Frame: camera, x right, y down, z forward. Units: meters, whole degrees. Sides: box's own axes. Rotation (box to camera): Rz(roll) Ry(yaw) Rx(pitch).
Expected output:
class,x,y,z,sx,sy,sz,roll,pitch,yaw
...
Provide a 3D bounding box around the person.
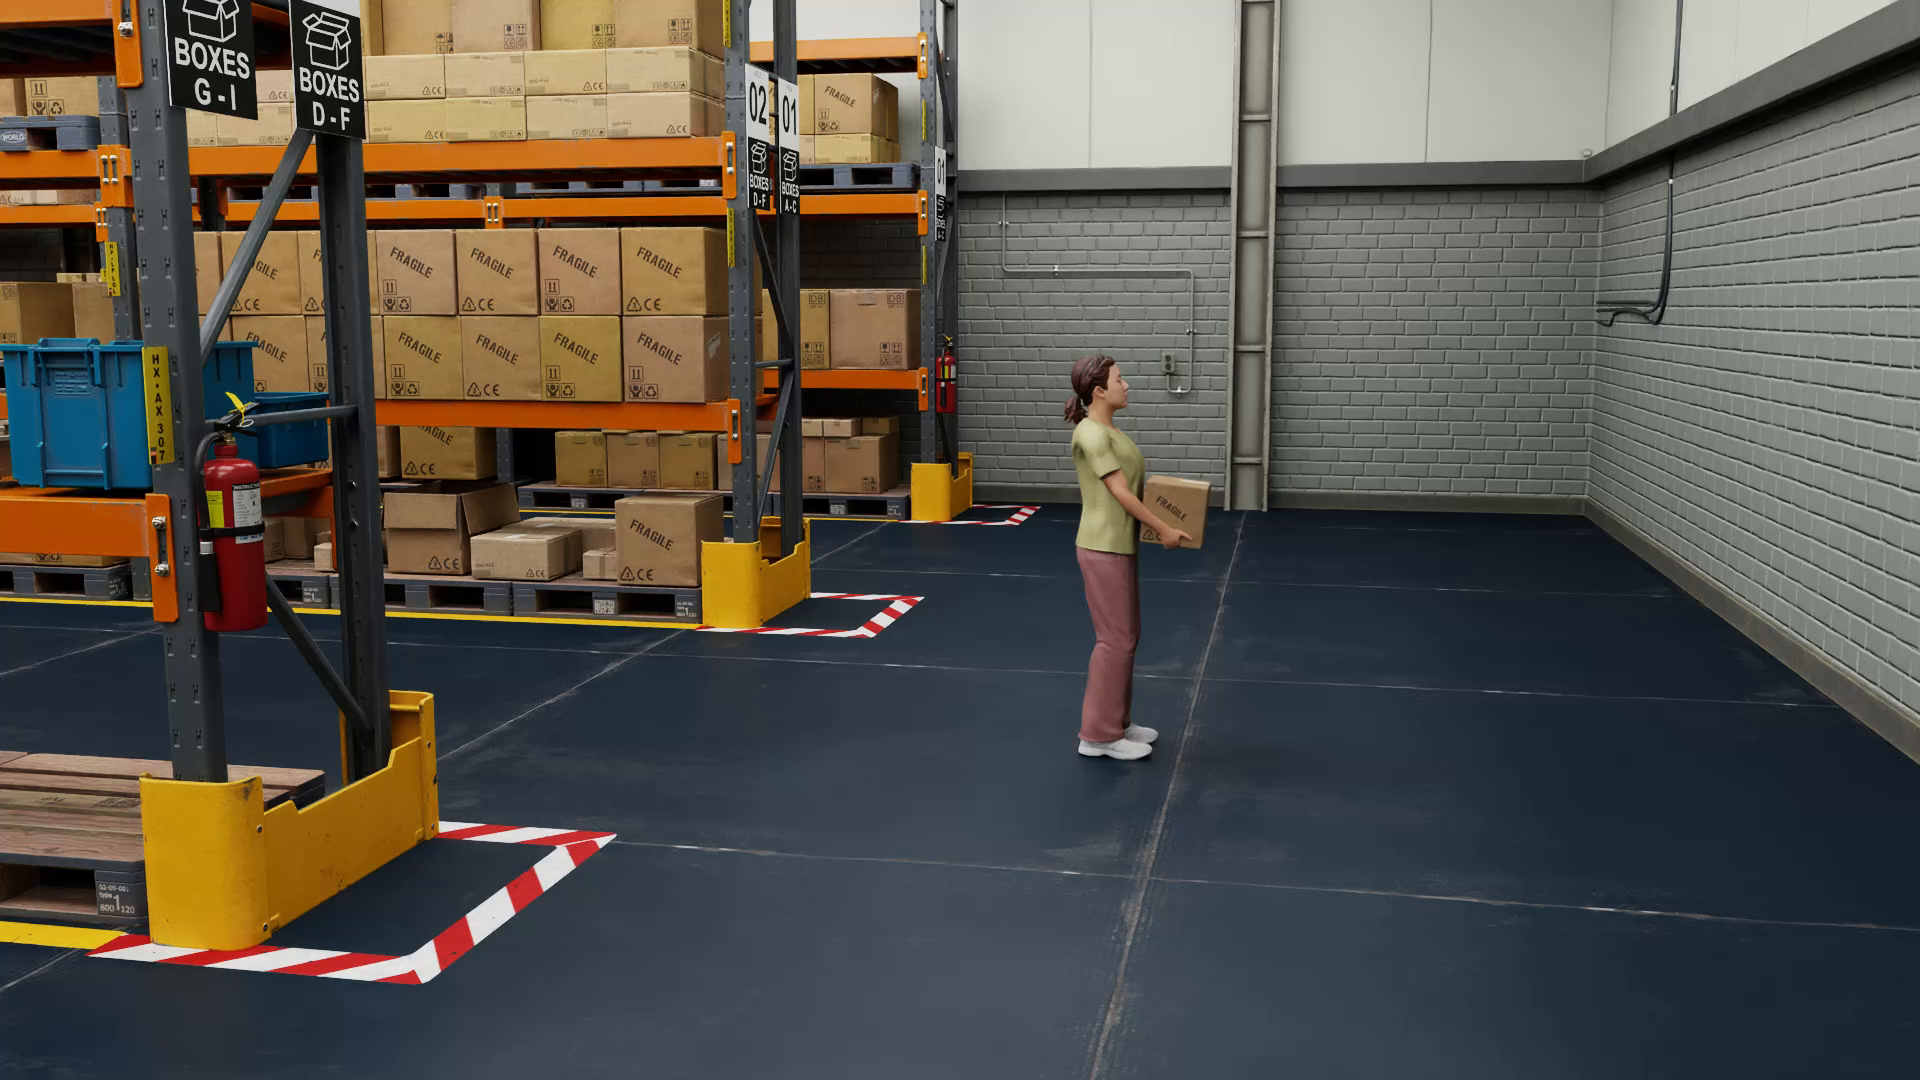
class,x,y,z,sx,sy,sz,roll,pitch,yaw
person,0.695,0.062,6.923,0.559,1.662,0.428,2,8,11
